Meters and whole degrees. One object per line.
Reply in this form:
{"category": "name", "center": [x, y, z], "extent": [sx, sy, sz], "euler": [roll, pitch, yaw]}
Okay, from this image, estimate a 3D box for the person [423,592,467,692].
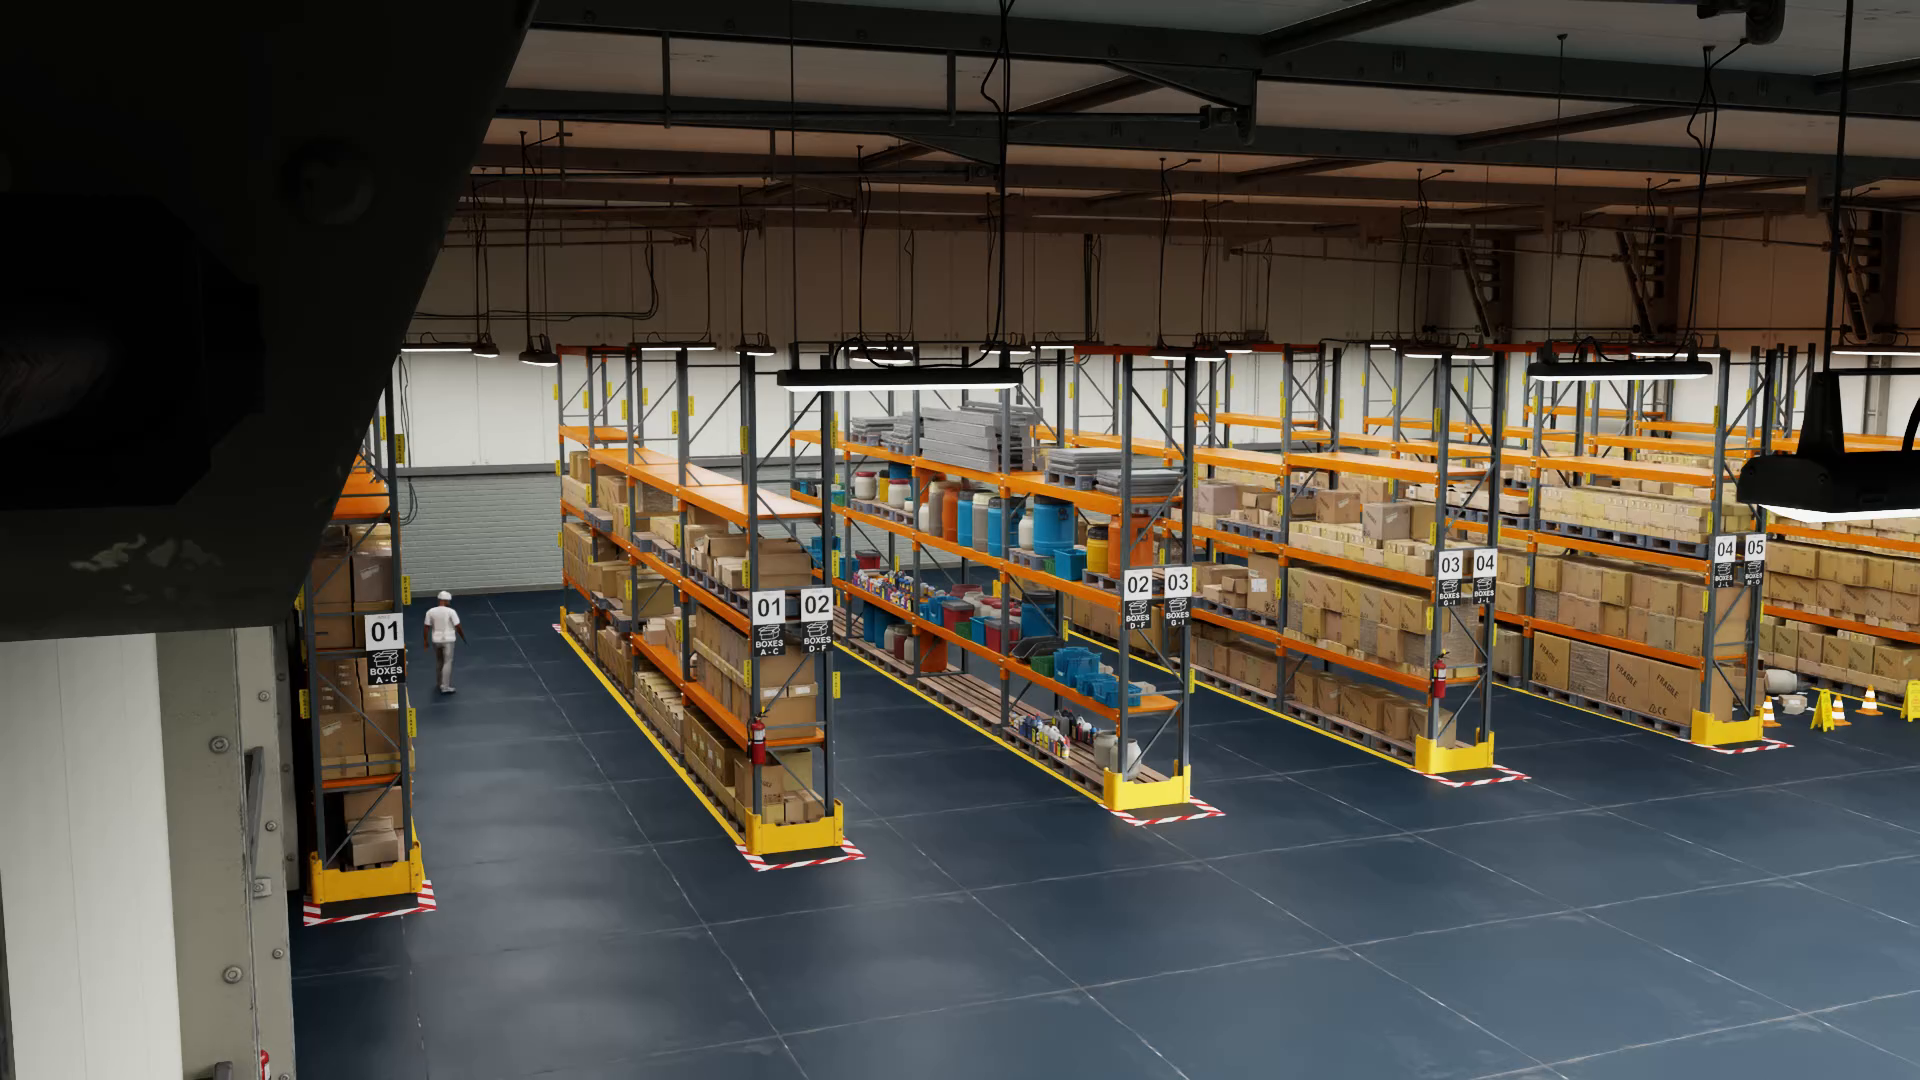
{"category": "person", "center": [-9.056, 1.773, 29.171], "extent": [0.676, 1.732, 0.753], "euler": [1, 7, 11]}
